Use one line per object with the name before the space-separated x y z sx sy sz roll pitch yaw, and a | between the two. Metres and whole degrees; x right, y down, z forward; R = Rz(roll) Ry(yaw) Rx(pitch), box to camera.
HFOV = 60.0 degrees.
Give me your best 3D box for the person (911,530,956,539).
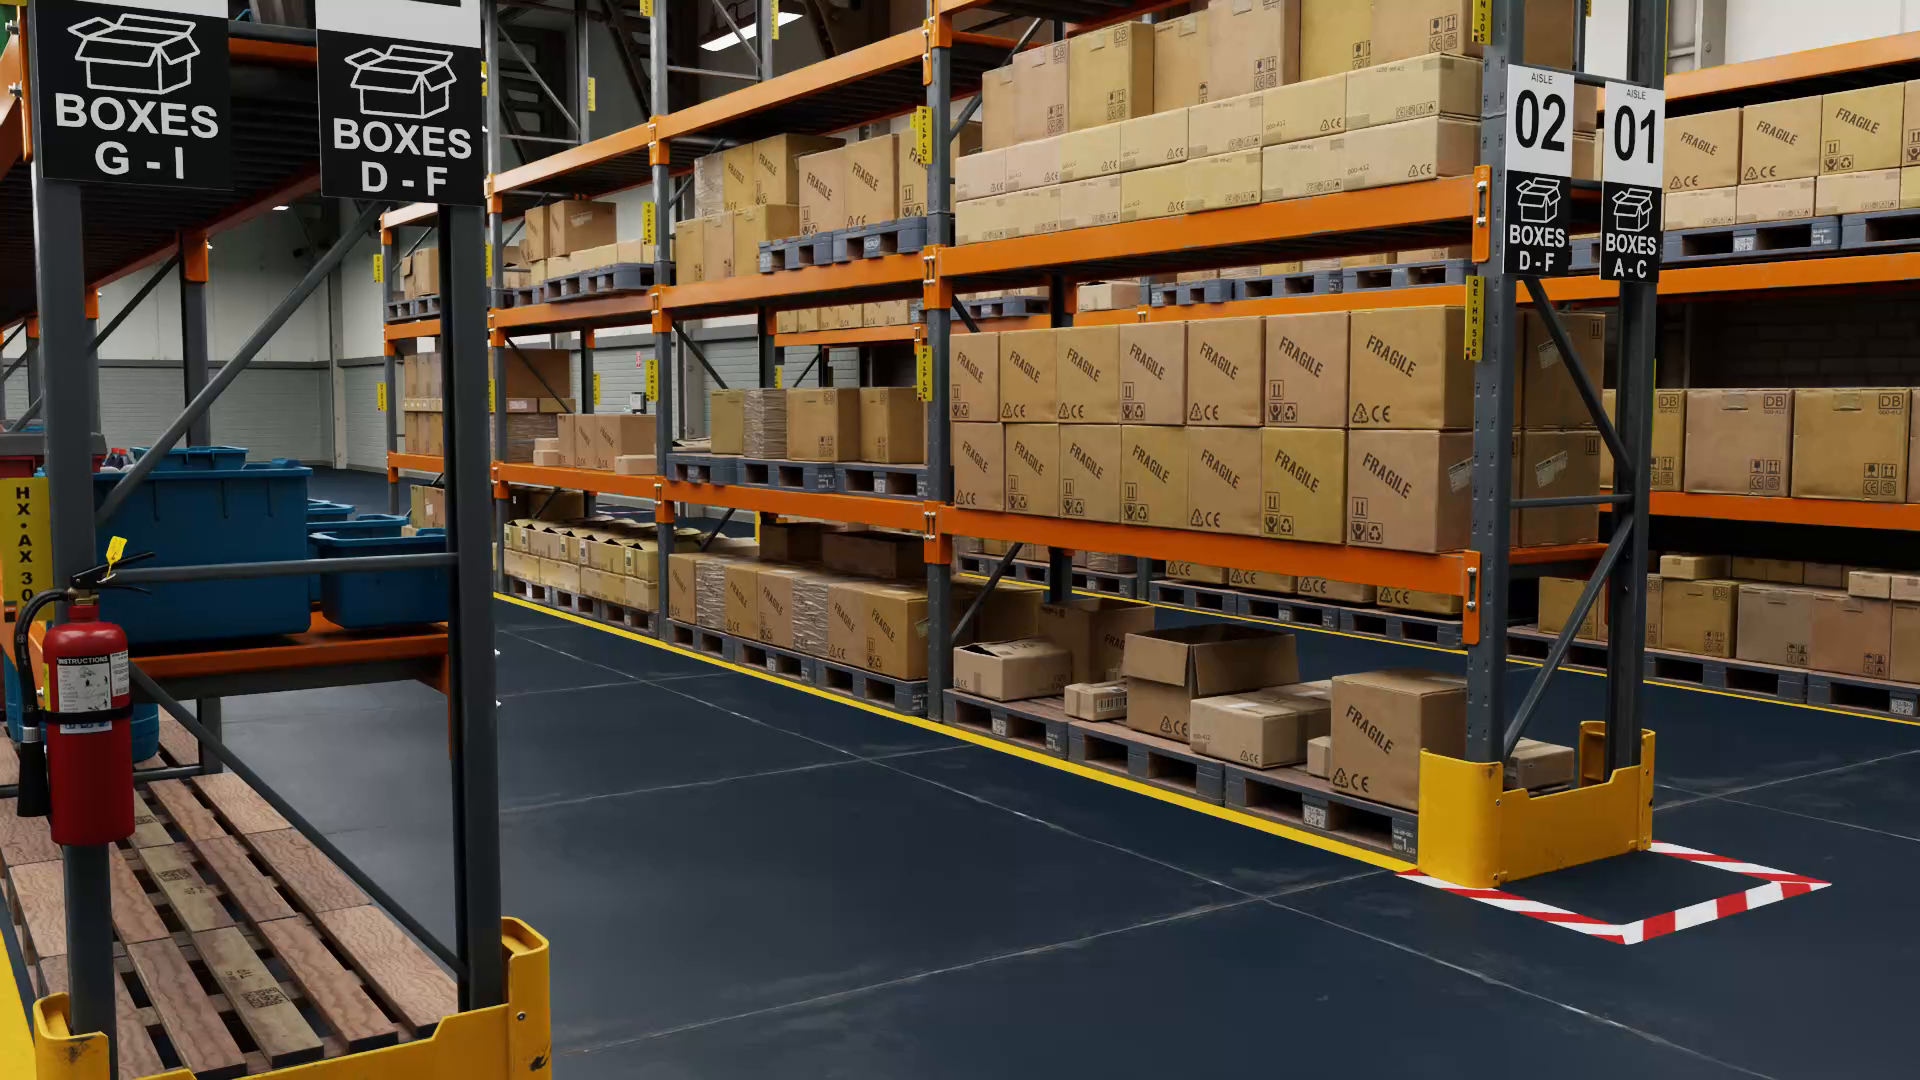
person | -0.257 -0.181 15.271 0.502 1.687 0.539 -2 5 -20
